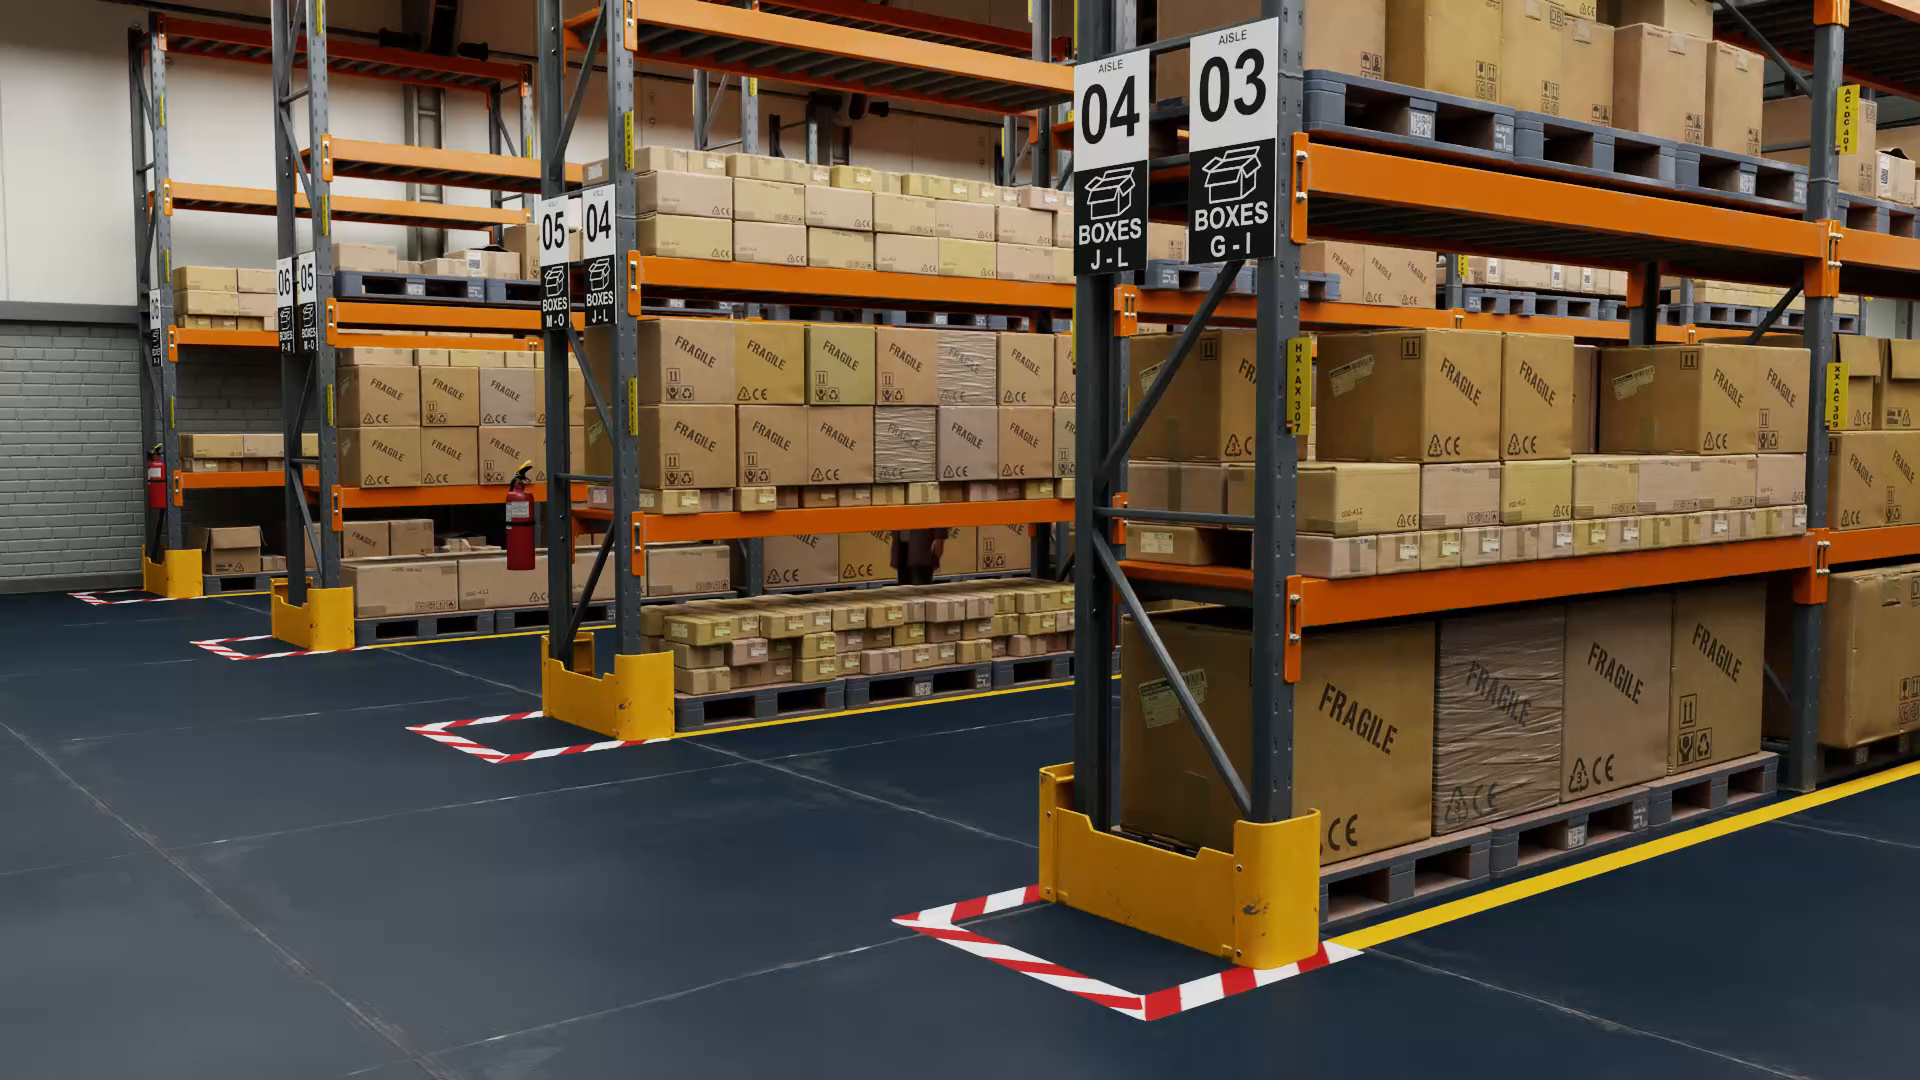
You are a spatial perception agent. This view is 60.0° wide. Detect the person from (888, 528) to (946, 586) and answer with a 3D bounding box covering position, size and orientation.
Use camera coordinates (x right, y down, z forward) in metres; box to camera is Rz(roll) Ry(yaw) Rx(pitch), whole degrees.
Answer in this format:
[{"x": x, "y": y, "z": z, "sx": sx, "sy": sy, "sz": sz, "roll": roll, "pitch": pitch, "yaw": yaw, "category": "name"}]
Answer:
[{"x": -0.351, "y": 0.006, "z": 13.425, "sx": 0.567, "sy": 1.786, "sz": 0.437, "roll": 4, "pitch": 6, "yaw": 42, "category": "person"}]
